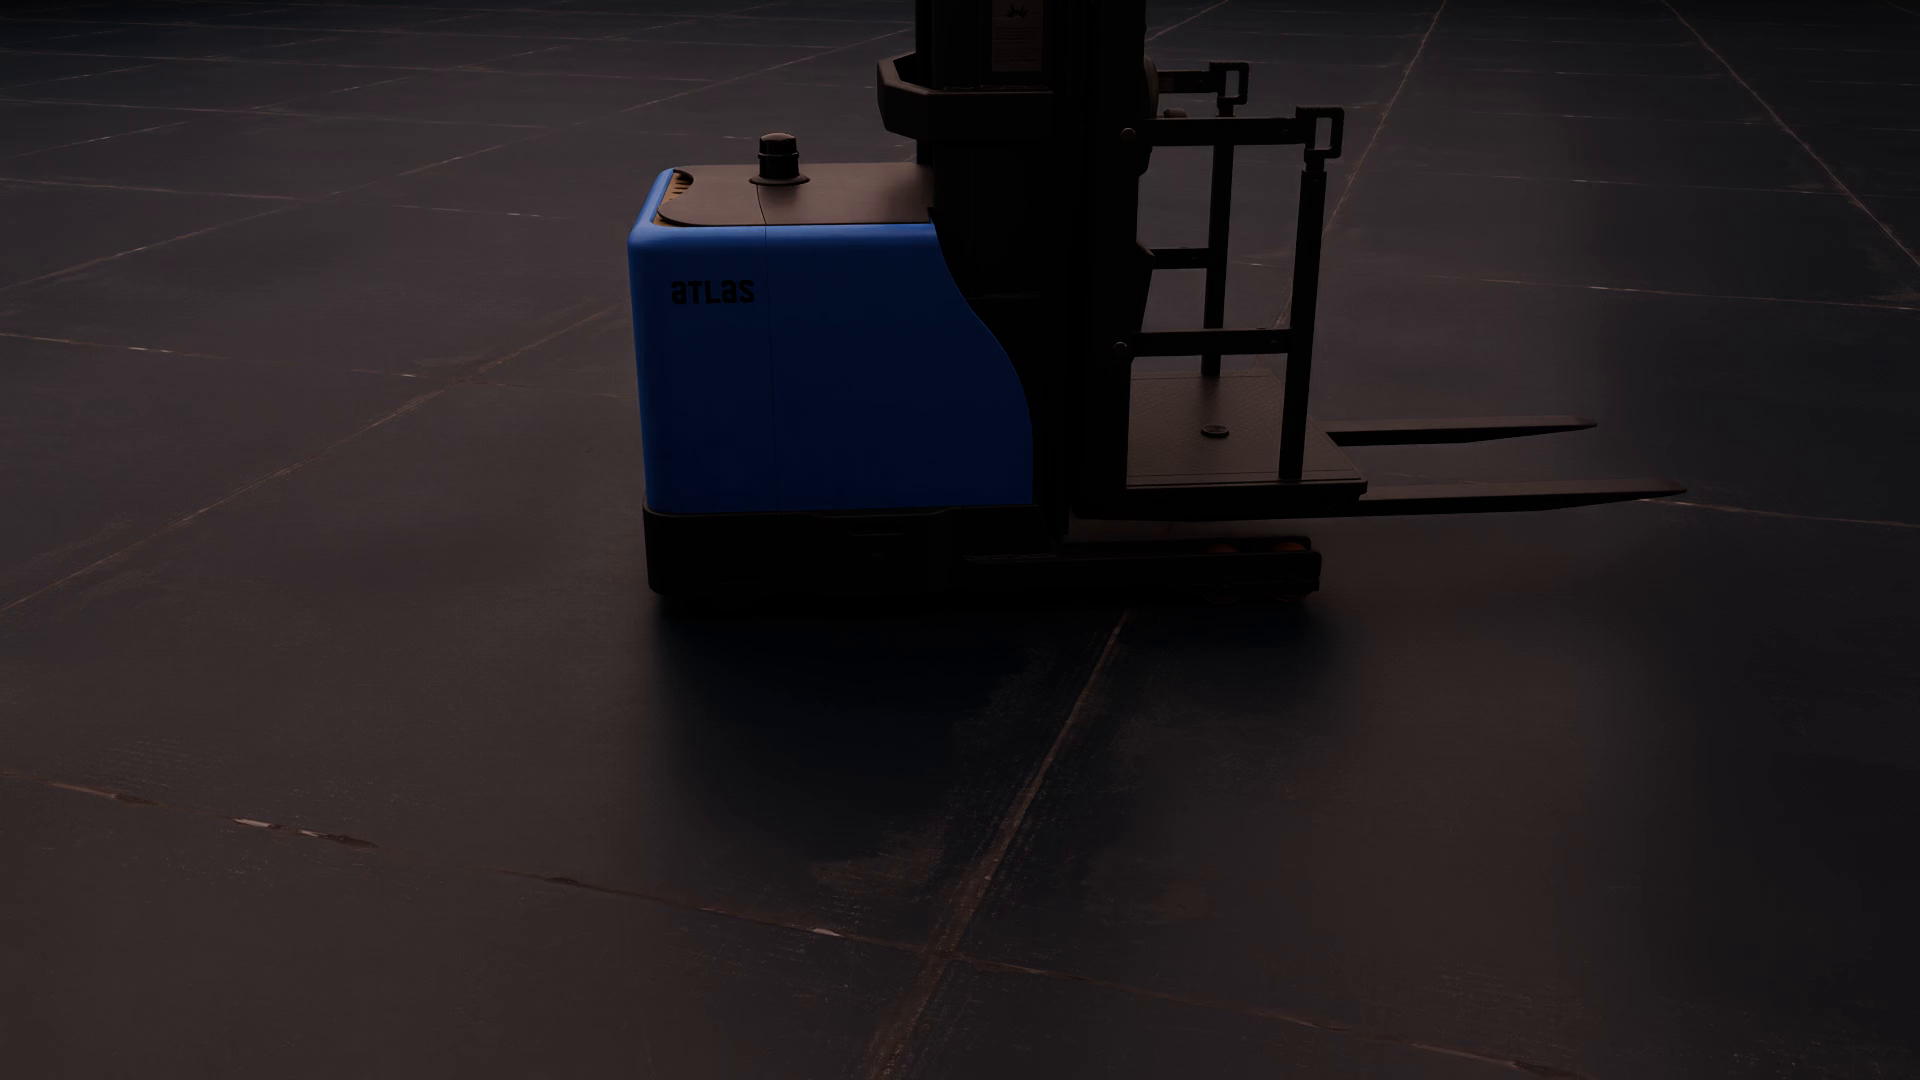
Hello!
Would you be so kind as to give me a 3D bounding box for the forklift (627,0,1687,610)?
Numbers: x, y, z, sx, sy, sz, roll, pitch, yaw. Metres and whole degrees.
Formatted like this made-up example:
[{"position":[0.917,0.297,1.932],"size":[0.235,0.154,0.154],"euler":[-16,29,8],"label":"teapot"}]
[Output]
[{"position":[0.606,-1.374,4.608],"size":[3.031,2.935,1.130],"euler":[-2,23,-4],"label":"forklift"}]
